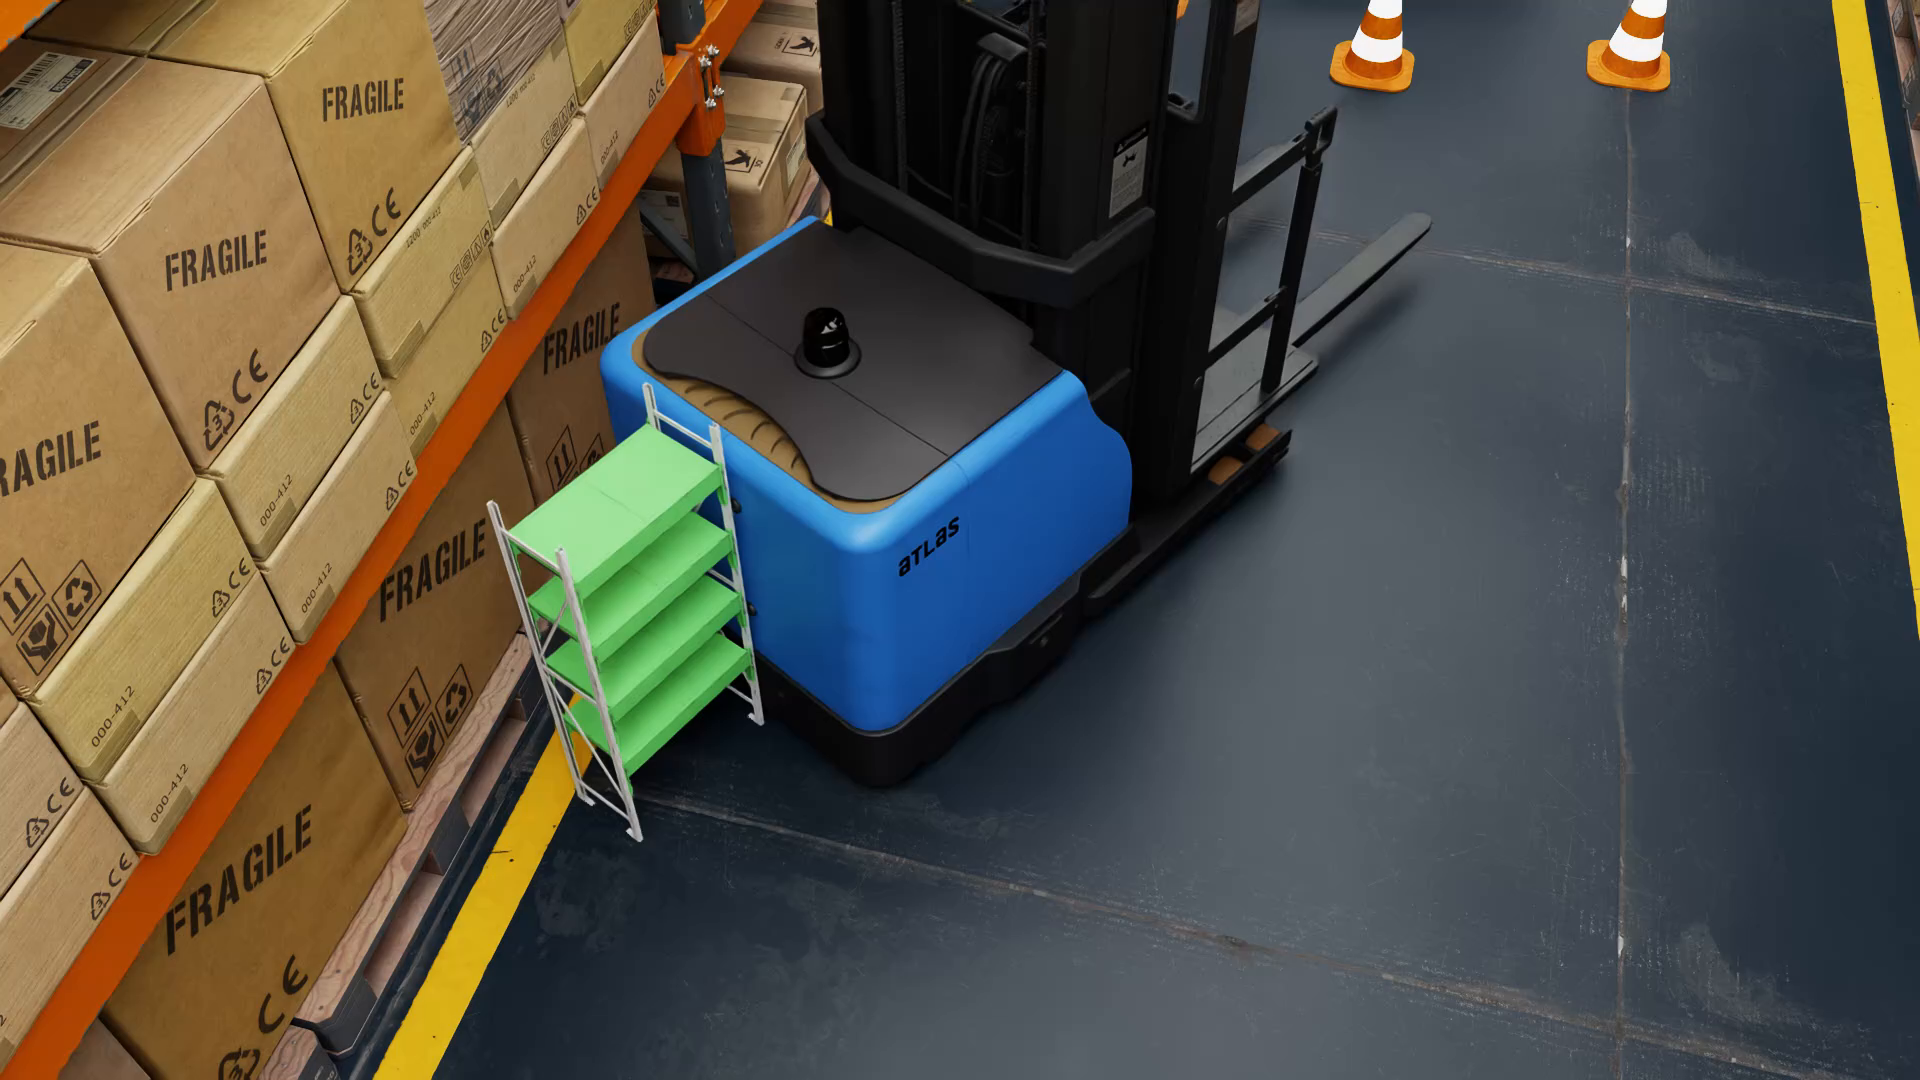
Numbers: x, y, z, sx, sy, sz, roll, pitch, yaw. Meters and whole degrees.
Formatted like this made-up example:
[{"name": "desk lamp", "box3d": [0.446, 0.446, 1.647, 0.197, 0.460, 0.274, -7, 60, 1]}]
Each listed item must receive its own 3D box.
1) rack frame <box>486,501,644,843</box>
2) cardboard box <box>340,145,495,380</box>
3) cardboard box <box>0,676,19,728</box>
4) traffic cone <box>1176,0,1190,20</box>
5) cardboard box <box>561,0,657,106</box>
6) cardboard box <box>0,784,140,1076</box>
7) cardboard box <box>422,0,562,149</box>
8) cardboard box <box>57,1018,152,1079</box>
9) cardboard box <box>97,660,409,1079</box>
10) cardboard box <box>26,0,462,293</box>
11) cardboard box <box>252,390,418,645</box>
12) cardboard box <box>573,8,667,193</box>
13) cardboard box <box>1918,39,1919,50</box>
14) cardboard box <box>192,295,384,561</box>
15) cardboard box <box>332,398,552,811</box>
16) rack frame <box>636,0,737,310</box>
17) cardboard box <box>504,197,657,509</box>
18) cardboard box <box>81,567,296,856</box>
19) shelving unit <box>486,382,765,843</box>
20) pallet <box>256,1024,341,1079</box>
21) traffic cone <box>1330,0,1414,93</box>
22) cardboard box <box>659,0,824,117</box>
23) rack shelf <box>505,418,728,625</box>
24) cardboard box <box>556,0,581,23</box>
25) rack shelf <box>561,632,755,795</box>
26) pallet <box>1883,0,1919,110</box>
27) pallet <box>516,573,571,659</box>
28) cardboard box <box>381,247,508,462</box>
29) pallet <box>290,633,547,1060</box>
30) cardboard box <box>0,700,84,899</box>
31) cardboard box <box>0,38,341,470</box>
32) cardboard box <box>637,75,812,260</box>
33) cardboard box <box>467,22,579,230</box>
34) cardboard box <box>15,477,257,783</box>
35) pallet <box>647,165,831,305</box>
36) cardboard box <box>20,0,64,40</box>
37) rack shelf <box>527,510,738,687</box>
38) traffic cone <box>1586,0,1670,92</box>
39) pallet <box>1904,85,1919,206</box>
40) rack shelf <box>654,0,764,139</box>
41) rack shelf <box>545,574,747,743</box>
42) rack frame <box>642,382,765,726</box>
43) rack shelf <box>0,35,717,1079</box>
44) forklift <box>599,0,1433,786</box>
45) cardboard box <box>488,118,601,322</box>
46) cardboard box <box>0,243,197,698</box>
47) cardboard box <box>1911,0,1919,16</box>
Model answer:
[{"name": "rack frame", "box3d": [-0.961, 0.367, 4.125, 0.240, 1.200, 0.015, 30, 55, 24]}, {"name": "cardboard box", "box3d": [-1.359, -0.639, 3.580, 0.500, 0.250, 0.500, 10, 49, 9]}, {"name": "cardboard box", "box3d": [-1.783, 0.225, 2.317, 0.500, 0.500, 0.500, 11, 50, 10]}, {"name": "traffic cone", "box3d": [0.847, -2.550, 7.192, 0.336, 0.463, 0.334, 12, 50, 10]}, {"name": "cardboard box", "box3d": [-1.112, -1.385, 4.238, 0.500, 0.250, 0.500, 11, 50, 10]}, {"name": "cardboard box", "box3d": [-1.778, 0.633, 2.791, 0.500, 0.250, 0.500, 10, 49, 9]}, {"name": "cardboard box", "box3d": [-1.241, -1.235, 3.606, 0.500, 0.500, 0.500, 12, 50, 11]}, {"name": "cardboard box", "box3d": [-2.197, 1.324, 3.218, 0.875, 0.875, 0.875, 13, 50, 11]}, {"name": "cardboard box", "box3d": [-1.967, 0.669, 3.796, 0.875, 0.875, 0.875, 13, 50, 11]}, {"name": "cardboard box", "box3d": [-1.378, -0.877, 3.290, 0.500, 0.500, 0.500, 12, 50, 10]}, {"name": "cardboard box", "box3d": [-1.487, -0.095, 3.433, 0.500, 0.250, 0.500, 11, 49, 9]}, {"name": "cardboard box", "box3d": [-1.113, -1.203, 4.411, 0.500, 0.250, 0.500, 10, 49, 9]}, {"name": "cardboard box", "box3d": [4.291, -1.890, 6.138, 1.050, 0.750, 0.750, 12, 50, 10]}, {"name": "cardboard box", "box3d": [-1.495, -0.263, 3.248, 0.500, 0.250, 0.500, 10, 49, 9]}, {"name": "cardboard box", "box3d": [-1.731, 0.022, 4.367, 0.875, 0.875, 0.875, 12, 50, 10]}, {"name": "rack frame", "box3d": [-1.230, -1.669, 4.723, 1.000, 3.000, 0.127, 12, 50, 10]}, {"name": "cardboard box", "box3d": [-1.492, -0.622, 4.935, 0.875, 0.875, 0.875, 11, 50, 10]}, {"name": "cardboard box", "box3d": [-1.627, 0.265, 3.115, 0.500, 0.250, 0.500, 11, 50, 10]}, {"name": "shelving unit", "box3d": [-0.811, 0.223, 4.253, 0.258, 1.200, 0.503, 30, 55, 24]}, {"name": "pallet", "box3d": [-2.153, 1.574, 3.720, 1.003, 0.211, 1.213, 12, 50, 10]}, {"name": "traffic cone", "box3d": [1.735, -2.143, 6.833, 0.336, 0.463, 0.334, 12, 50, 10]}, {"name": "cardboard box", "box3d": [-0.885, -1.881, 6.382, 0.950, 0.372, 0.625, 11, 49, 9]}, {"name": "rack shelf", "box3d": [-0.811, -0.052, 3.941, 0.258, 0.148, 0.480, 30, 55, 24]}, {"name": "cardboard box", "box3d": [-1.114, -1.608, 3.935, 0.500, 0.500, 0.500, 10, 49, 9]}, {"name": "rack shelf", "box3d": [-0.811, 0.424, 4.481, 0.258, 0.148, 0.480, 30, 55, 24]}, {"name": "pallet", "box3d": [4.494, -2.163, 7.018, 1.003, 0.211, 1.213, 12, 50, 10]}, {"name": "pallet", "box3d": [-1.510, -0.191, 5.278, 1.003, 0.211, 1.213, 12, 50, 10]}, {"name": "cardboard box", "box3d": [-1.380, -0.469, 3.763, 0.500, 0.250, 0.500, 11, 50, 10]}, {"name": "pallet", "box3d": [-1.833, 0.688, 4.502, 1.003, 0.211, 1.213, 12, 50, 10]}, {"name": "cardboard box", "box3d": [-1.785, 0.463, 2.607, 0.500, 0.250, 0.500, 12, 50, 11]}, {"name": "cardboard box", "box3d": [-1.518, -0.512, 2.968, 0.500, 0.500, 0.500, 11, 49, 9]}, {"name": "cardboard box", "box3d": [-1.072, -1.345, 5.909, 0.950, 0.372, 0.625, 9, 49, 7]}, {"name": "cardboard box", "box3d": [-1.244, -1.013, 3.910, 0.500, 0.250, 0.500, 10, 49, 9]}, {"name": "cardboard box", "box3d": [-1.626, 0.103, 2.925, 0.500, 0.250, 0.500, 12, 50, 11]}, {"name": "pallet", "box3d": [-1.023, -1.312, 6.267, 1.003, 0.211, 1.213, 12, 50, 10]}, {"name": "cardboard box", "box3d": [-1.868, -0.993, 3.392, 0.500, 0.500, 0.500, 13, 50, 11]}, {"name": "rack shelf", "box3d": [-0.811, 0.107, 4.121, 0.258, 0.148, 0.480, 30, 55, 24]}, {"name": "traffic cone", "box3d": [2.815, -2.147, 6.837, 0.336, 0.463, 0.334, 12, 50, 10]}, {"name": "pallet", "box3d": [4.175, -1.278, 6.237, 1.003, 0.211, 1.213, 12, 50, 10]}, {"name": "rack shelf", "box3d": [-0.704, -2.878, 6.269, 1.077, 0.370, 4.000, 12, 50, 10]}, {"name": "rack shelf", "box3d": [-0.811, 0.265, 4.301, 0.258, 0.148, 0.480, 30, 55, 24]}, {"name": "rack frame", "box3d": [-0.662, 0.079, 4.380, 0.240, 1.200, 0.015, 30, 55, 24]}, {"name": "rack shelf", "box3d": [-1.757, 0.015, 3.716, 1.077, 0.370, 4.000, 12, 50, 10]}, {"name": "forklift", "box3d": [0.425, -1.313, 4.454, 1.130, 2.935, 3.031, 35, 57, 27]}, {"name": "cardboard box", "box3d": [-1.232, -0.830, 4.082, 0.500, 0.250, 0.500, 12, 50, 11]}, {"name": "cardboard box", "box3d": [-1.648, -0.137, 2.637, 0.500, 0.500, 0.500, 10, 49, 9]}, {"name": "cardboard box", "box3d": [4.548, -2.587, 6.753, 1.050, 0.750, 0.750, 11, 50, 10]}]
